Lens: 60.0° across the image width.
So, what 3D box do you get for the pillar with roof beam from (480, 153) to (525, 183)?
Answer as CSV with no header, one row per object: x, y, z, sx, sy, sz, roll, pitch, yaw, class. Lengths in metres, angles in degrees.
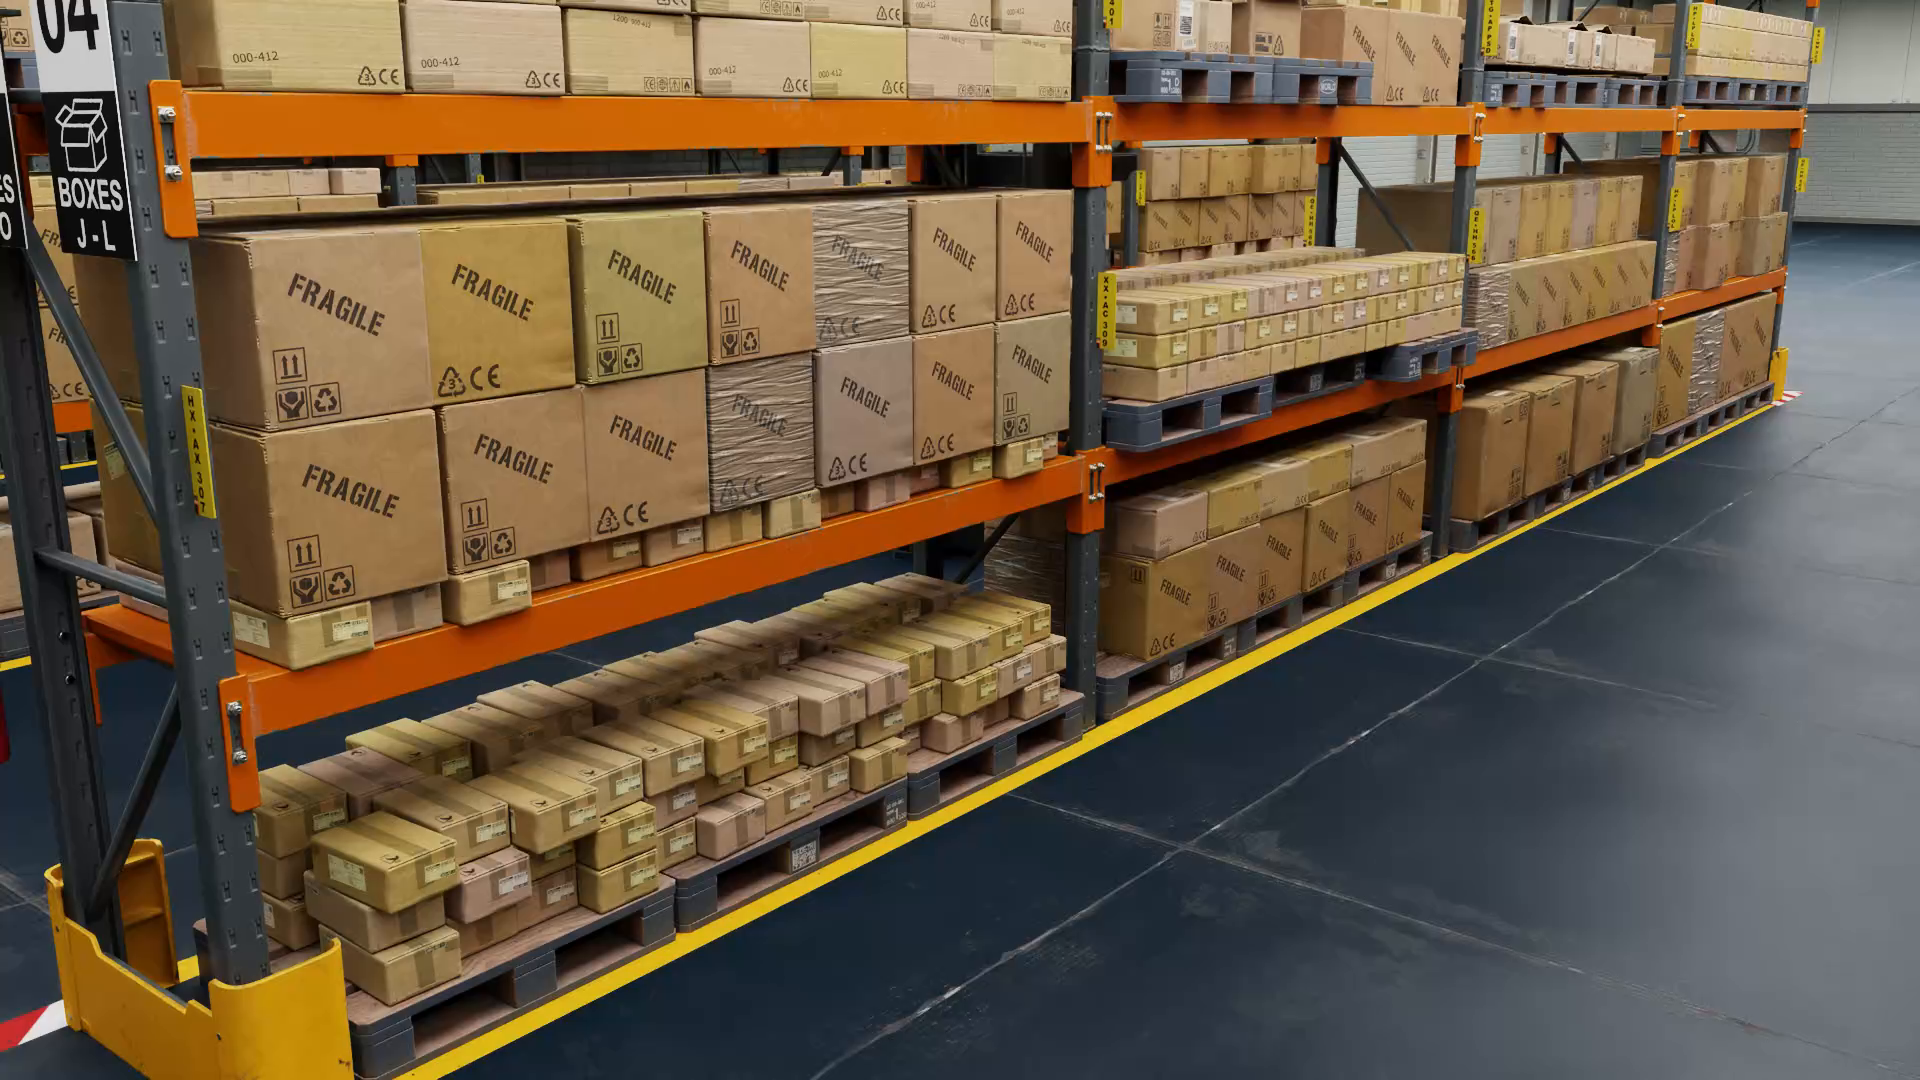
-1.596,-5.558,14.727,9.100,9.000,0.400,11,18,38,pillar with roof beam

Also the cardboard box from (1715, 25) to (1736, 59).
6.069,-4.104,13.739,0.500,0.250,0.500,11,18,37,cardboard box

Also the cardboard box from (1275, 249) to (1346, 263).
2.106,-1.674,10.067,0.380,0.149,0.250,11,18,36,cardboard box

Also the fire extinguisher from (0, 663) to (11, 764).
-2.831,0.313,4.712,0.296,0.674,0.183,11,18,38,fire extinguisher

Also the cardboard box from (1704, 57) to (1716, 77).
5.883,-3.831,13.473,0.380,0.149,0.250,11,18,38,cardboard box

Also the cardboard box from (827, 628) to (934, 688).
-0.325,0.492,6.823,0.380,0.149,0.250,12,19,39,cardboard box

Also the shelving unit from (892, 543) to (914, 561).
-0.279,-0.317,10.543,0.258,0.900,0.210,8,16,30,shelving unit

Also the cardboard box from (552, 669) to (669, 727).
-1.322,0.626,6.296,0.380,0.149,0.250,11,18,36,cardboard box

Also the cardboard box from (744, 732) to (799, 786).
-0.830,0.781,6.289,0.380,0.149,0.250,12,19,40,cardboard box

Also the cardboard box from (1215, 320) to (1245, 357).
1.129,-0.977,7.931,0.380,0.149,0.250,12,18,39,cardboard box

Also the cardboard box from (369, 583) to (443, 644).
-1.727,0.174,4.858,0.380,0.149,0.250,12,19,40,cardboard box

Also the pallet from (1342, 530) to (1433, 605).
2.222,0.087,10.351,1.003,0.211,1.213,11,18,38,pallet

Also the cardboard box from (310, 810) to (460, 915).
-1.720,0.960,4.979,0.380,0.149,0.250,10,17,35,cardboard box

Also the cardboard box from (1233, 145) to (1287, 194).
3.113,-4.029,18.052,0.700,0.500,0.500,11,18,37,cardboard box

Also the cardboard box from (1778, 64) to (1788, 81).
7.318,-4.268,15.194,0.380,0.149,0.250,11,18,38,cardboard box

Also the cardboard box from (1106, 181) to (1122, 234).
1.203,-3.199,15.962,0.500,0.500,0.500,11,18,37,cardboard box

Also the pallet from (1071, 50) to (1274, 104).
0.671,-2.112,7.635,1.213,0.211,1.003,11,18,38,pallet

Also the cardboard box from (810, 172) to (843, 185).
-1.628,-4.364,20.084,0.380,0.149,0.250,12,18,39,cardboard box

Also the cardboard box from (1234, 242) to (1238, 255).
2.784,-3.176,18.044,0.380,0.149,0.250,11,18,38,cardboard box

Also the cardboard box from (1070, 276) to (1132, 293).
0.633,-1.226,8.305,0.380,0.149,0.250,11,18,36,cardboard box

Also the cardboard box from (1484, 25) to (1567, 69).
3.655,-3.247,10.970,0.500,0.250,0.500,12,18,39,cardboard box

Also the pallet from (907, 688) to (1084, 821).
-0.194,0.838,7.396,1.003,0.211,1.213,11,18,38,pallet

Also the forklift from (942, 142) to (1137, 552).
0.542,-1.646,11.650,1.130,2.935,3.031,8,16,30,forklift

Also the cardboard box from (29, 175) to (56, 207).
-4.782,-1.791,8.531,0.380,0.149,0.250,11,18,36,cardboard box

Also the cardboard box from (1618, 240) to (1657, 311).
5.108,-2.087,13.043,0.500,0.500,0.500,11,18,37,cardboard box

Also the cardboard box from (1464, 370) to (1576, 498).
3.714,-0.798,11.887,1.050,0.750,0.750,12,18,38,cardboard box

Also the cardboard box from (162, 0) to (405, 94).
-1.833,-1.309,4.397,0.500,0.250,0.500,12,19,39,cardboard box

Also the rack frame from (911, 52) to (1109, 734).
0.200,-0.648,7.581,1.000,3.000,0.127,11,18,38,rack frame

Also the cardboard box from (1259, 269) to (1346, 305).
1.784,-1.322,8.684,0.380,0.149,0.250,12,19,39,cardboard box

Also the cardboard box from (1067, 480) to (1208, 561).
0.870,-0.104,8.140,0.500,0.250,0.500,10,18,35,cardboard box

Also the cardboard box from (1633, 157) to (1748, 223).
6.515,-3.149,14.930,0.875,0.550,0.500,11,18,38,cardboard box

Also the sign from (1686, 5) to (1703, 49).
5.656,-3.955,12.817,0.100,0.325,0.005,11,18,38,sign

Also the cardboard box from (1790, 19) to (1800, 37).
7.475,-4.703,15.285,0.380,0.149,0.250,12,18,38,cardboard box

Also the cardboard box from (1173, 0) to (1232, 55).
0.917,-2.398,7.706,0.500,0.311,0.500,11,18,37,cardboard box

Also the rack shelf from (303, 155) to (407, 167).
-4.971,-2.117,8.731,1.077,0.370,4.000,11,18,38,rack shelf

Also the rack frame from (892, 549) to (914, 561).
-0.331,-0.296,10.459,0.240,0.900,0.006,8,16,30,rack frame

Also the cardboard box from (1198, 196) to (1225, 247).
2.431,-3.354,17.427,0.500,0.500,0.500,11,18,37,cardboard box

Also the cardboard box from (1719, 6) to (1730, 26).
6.040,-4.265,13.562,0.380,0.149,0.250,11,18,37,cardboard box

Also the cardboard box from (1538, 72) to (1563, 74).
4.383,-3.604,12.578,0.250,0.149,0.380,11,18,38,cardboard box

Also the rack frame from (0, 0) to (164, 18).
-2.314,-2.789,3.827,1.000,3.000,0.127,11,18,38,rack frame

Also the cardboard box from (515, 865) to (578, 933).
-1.484,1.134,5.503,0.380,0.149,0.250,12,18,38,cardboard box

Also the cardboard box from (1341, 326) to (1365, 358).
1.951,-1.085,8.960,0.380,0.149,0.250,12,19,39,cardboard box

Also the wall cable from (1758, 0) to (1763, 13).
22.666,-14.003,44.016,3.097,2.526,0.112,11,18,38,wall cable

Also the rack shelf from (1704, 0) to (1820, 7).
6.485,-4.928,14.518,1.077,0.370,4.000,11,18,38,rack shelf

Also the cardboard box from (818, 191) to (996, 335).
-0.206,-1.093,6.496,0.500,0.500,0.500,11,18,36,cardboard box

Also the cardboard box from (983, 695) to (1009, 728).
-0.010,0.695,7.232,0.380,0.149,0.250,12,18,39,cardboard box

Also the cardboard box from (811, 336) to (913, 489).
-0.525,-0.510,6.230,0.500,0.500,0.500,11,18,37,cardboard box

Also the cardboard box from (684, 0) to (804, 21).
-0.865,-1.841,5.475,0.500,0.250,0.500,10,18,35,cardboard box

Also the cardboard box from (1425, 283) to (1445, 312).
2.591,-1.423,9.687,0.380,0.149,0.250,12,19,40,cardboard box

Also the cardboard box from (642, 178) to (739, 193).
-1.954,-2.360,12.089,0.500,0.500,0.500,11,18,38,cardboard box

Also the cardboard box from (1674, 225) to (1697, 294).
5.779,-2.434,14.307,0.875,0.550,0.550,11,18,38,cardboard box

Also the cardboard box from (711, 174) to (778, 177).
-1.700,-2.637,13.177,0.500,0.500,0.500,11,18,36,cardboard box

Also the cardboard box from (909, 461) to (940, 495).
-0.304,-0.288,6.675,0.380,0.149,0.250,11,18,36,cardboard box
